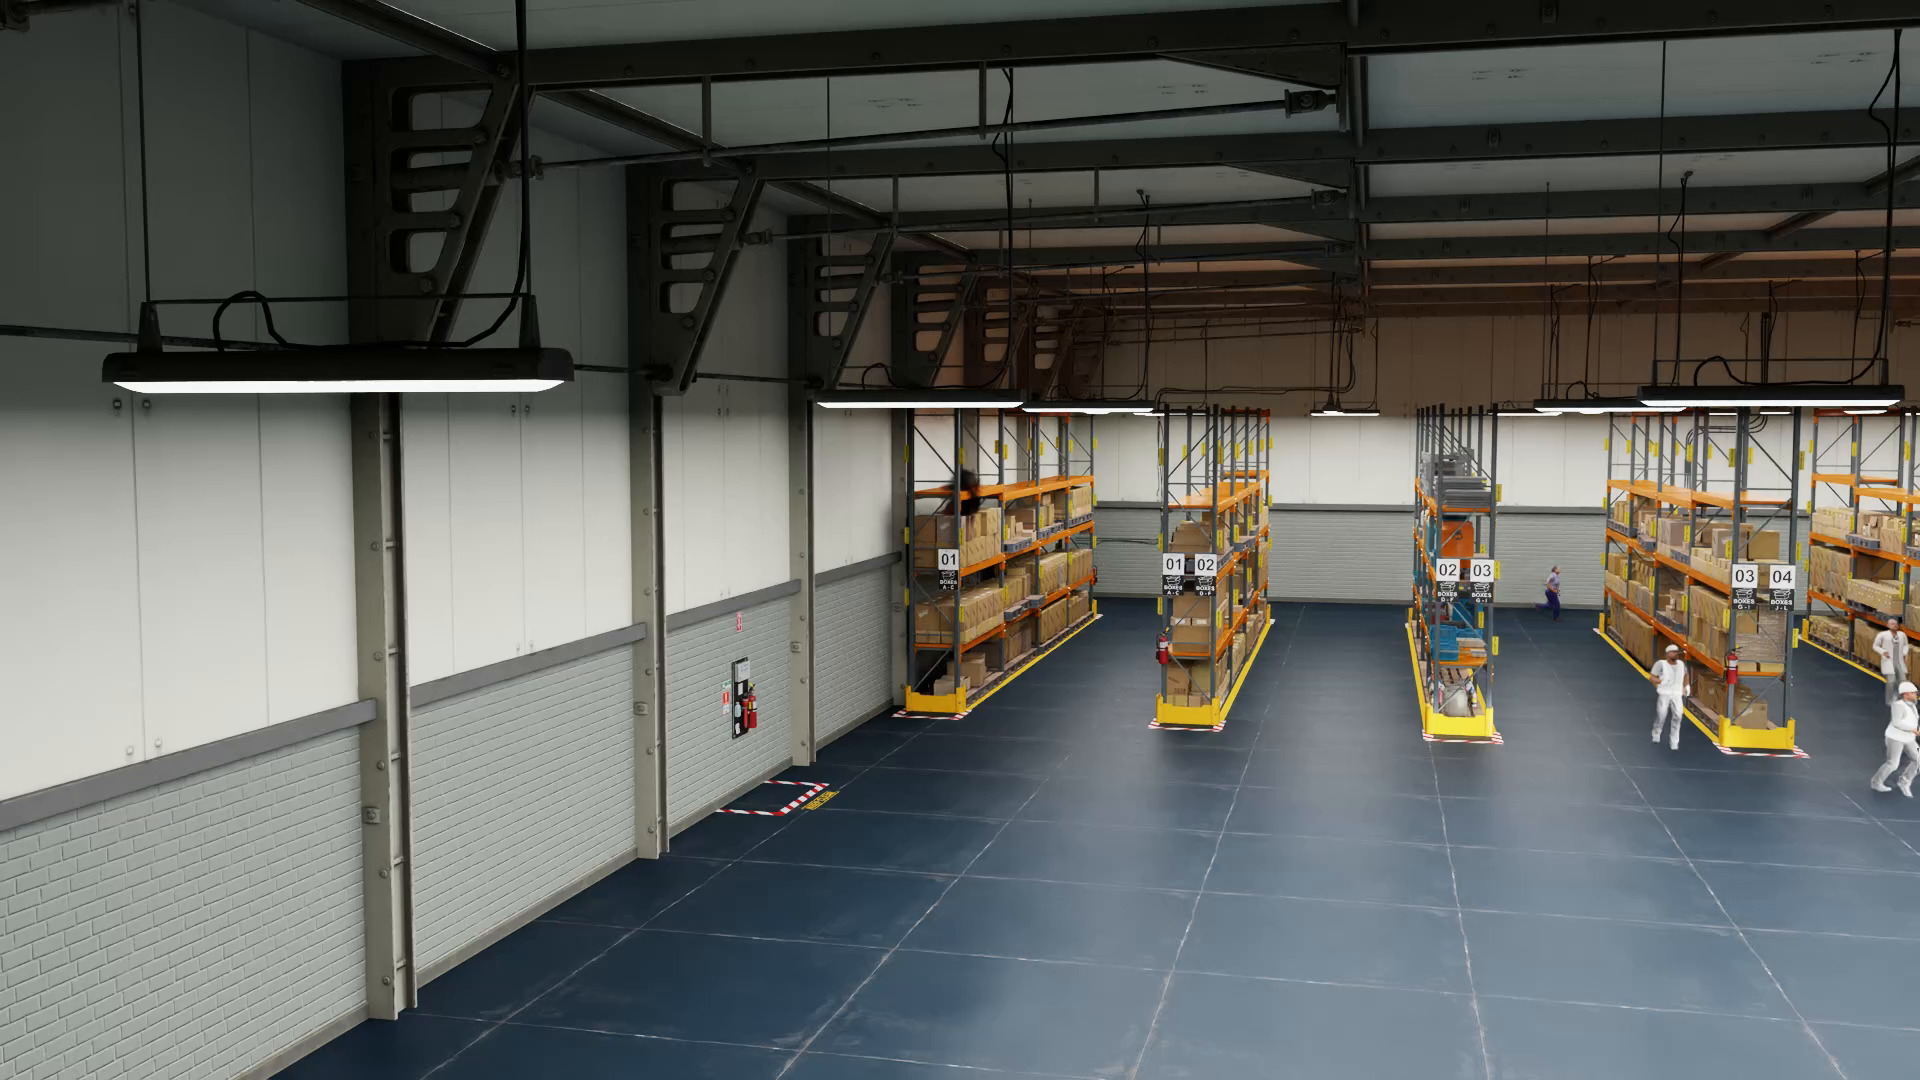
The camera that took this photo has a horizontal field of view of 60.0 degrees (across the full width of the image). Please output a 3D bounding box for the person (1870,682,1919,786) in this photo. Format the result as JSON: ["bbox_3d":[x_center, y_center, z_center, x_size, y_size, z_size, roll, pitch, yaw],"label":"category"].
[{"bbox_3d":[14.262,2.958,25.181,0.574,1.645,0.821,-3,5,-32],"label":"person"}]

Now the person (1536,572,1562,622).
[{"bbox_3d":[16.678,1.619,47.063,0.781,1.450,0.589,3,5,33],"label":"person"}]

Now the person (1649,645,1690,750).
[{"bbox_3d":[12.418,2.752,29.015,0.746,1.836,0.651,0,4,5],"label":"person"}]

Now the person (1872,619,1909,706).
[{"bbox_3d":[18.608,2.439,33.177,0.705,1.727,0.661,1,4,7],"label":"person"}]
